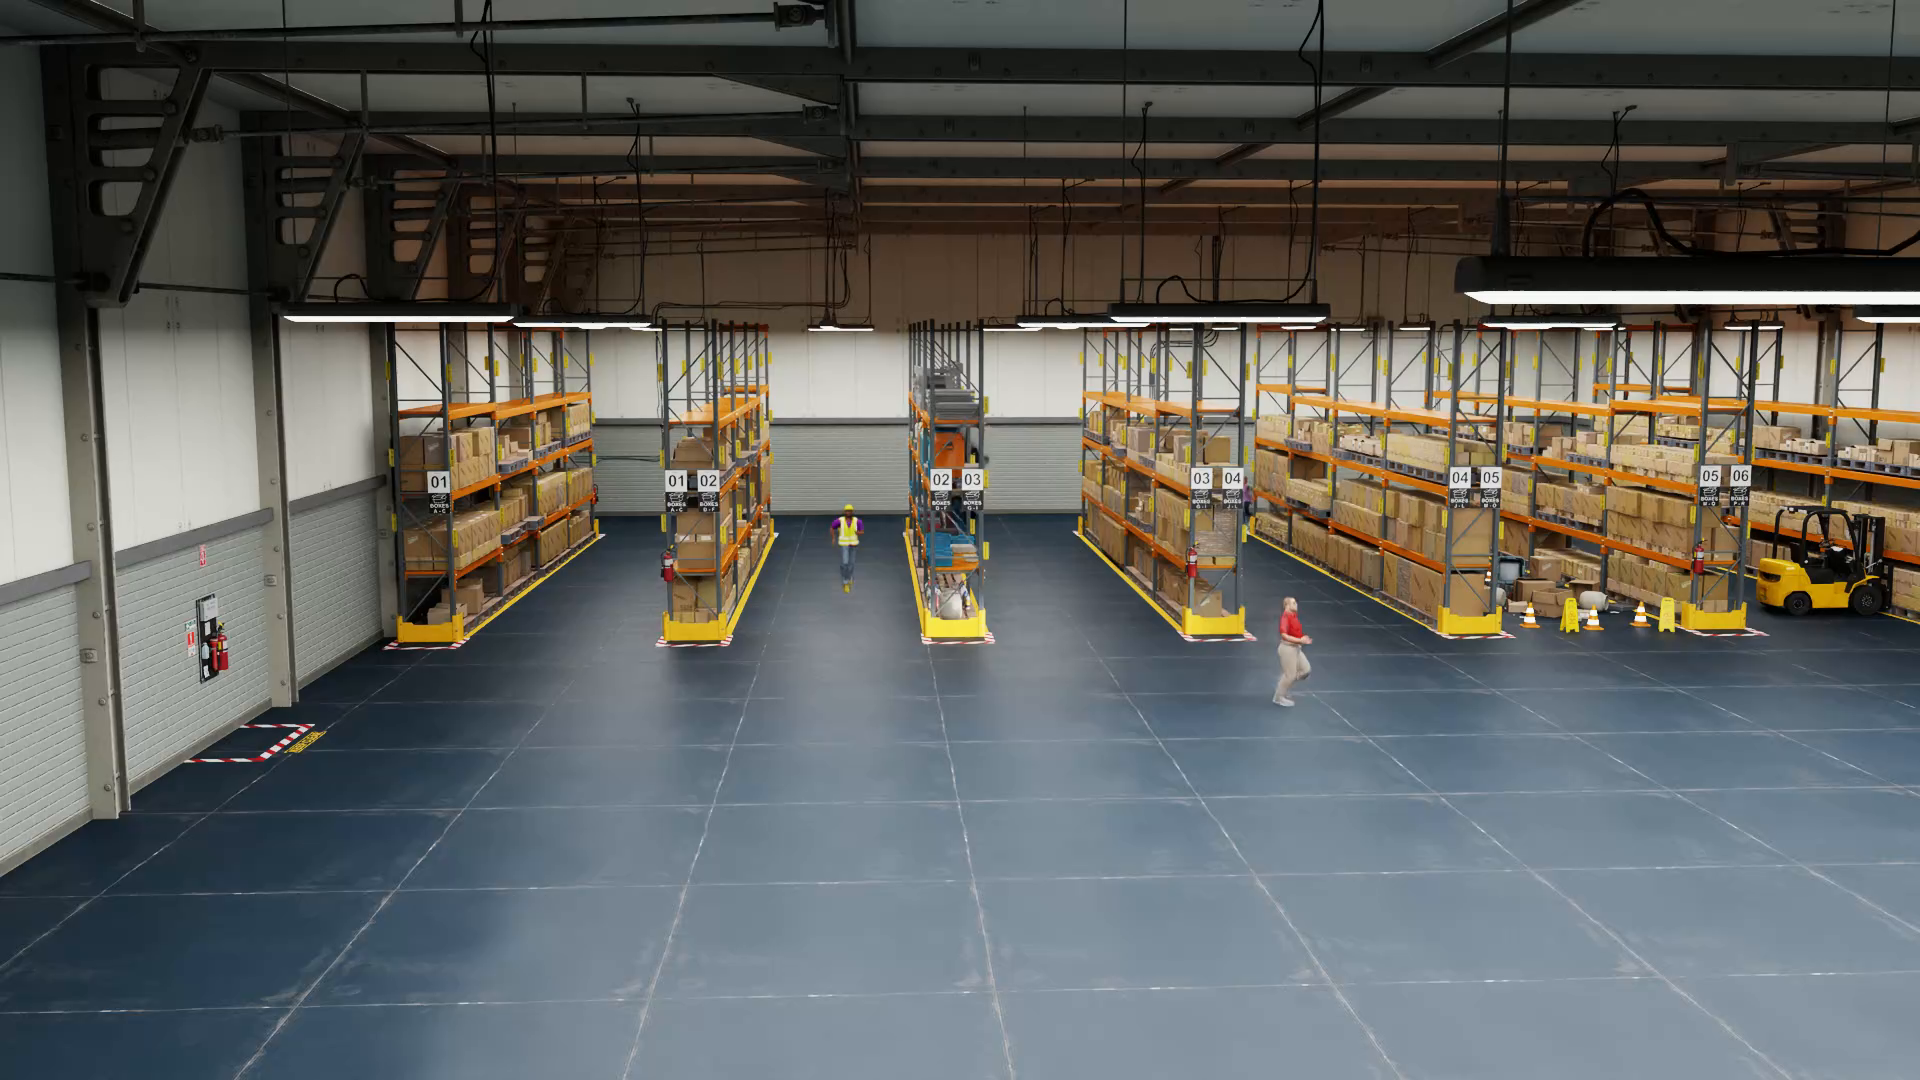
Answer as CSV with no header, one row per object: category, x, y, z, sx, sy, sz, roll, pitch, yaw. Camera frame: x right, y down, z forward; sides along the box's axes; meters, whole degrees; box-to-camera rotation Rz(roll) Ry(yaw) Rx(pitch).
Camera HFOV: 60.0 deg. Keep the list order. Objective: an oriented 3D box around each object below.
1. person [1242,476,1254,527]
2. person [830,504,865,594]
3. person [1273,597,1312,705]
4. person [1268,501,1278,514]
person,8.413,-1.039,48.837,0.744,1.514,0.565,-2,7,-19
person,-2.385,0.179,35.646,0.678,1.890,0.741,-2,7,-18
person,5.155,1.716,25.695,0.602,1.687,0.652,4,8,27
person,9.368,-1.132,49.204,0.633,1.601,0.662,4,8,27
